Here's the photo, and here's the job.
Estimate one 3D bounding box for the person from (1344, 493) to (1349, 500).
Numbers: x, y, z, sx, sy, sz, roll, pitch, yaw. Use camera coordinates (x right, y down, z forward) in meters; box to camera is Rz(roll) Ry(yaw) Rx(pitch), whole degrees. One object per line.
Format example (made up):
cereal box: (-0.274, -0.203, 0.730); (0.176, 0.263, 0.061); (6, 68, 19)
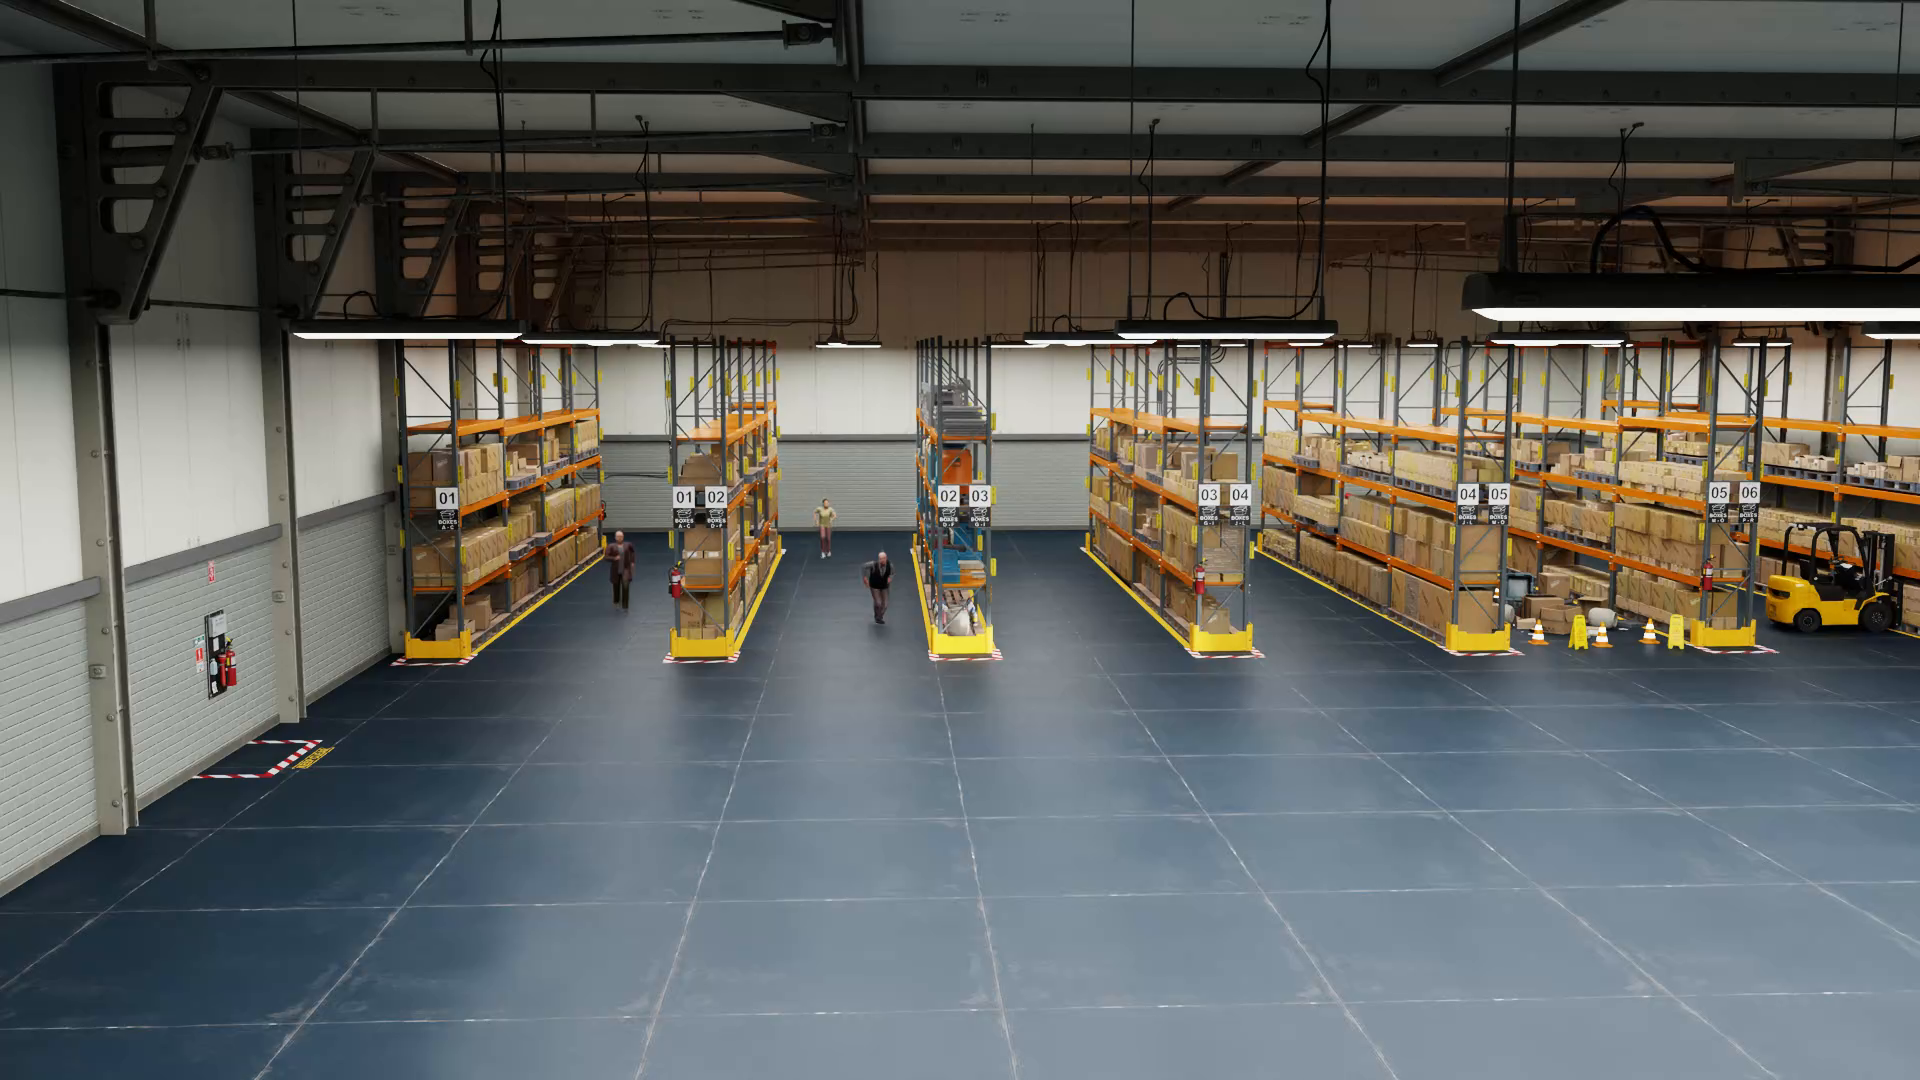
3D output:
person: (10.790, -0.428, 46.410); (0.660, 1.763, 0.840); (-1, 7, -11)

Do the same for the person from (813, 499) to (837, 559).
person: (-3.753, -0.340, 46.281); (0.631, 1.659, 0.808); (-1, 7, -11)

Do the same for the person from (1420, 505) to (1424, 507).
person: (11.836, 0.002, 42.713); (0.708, 1.795, 0.877); (-1, 7, -7)

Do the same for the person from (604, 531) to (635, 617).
person: (-7.410, 0.709, 36.223); (0.680, 1.822, 0.977); (-2, 7, -16)

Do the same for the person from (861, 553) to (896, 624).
person: (-1.683, 1.009, 34.408); (0.684, 1.558, 0.859); (-2, 7, -14)
